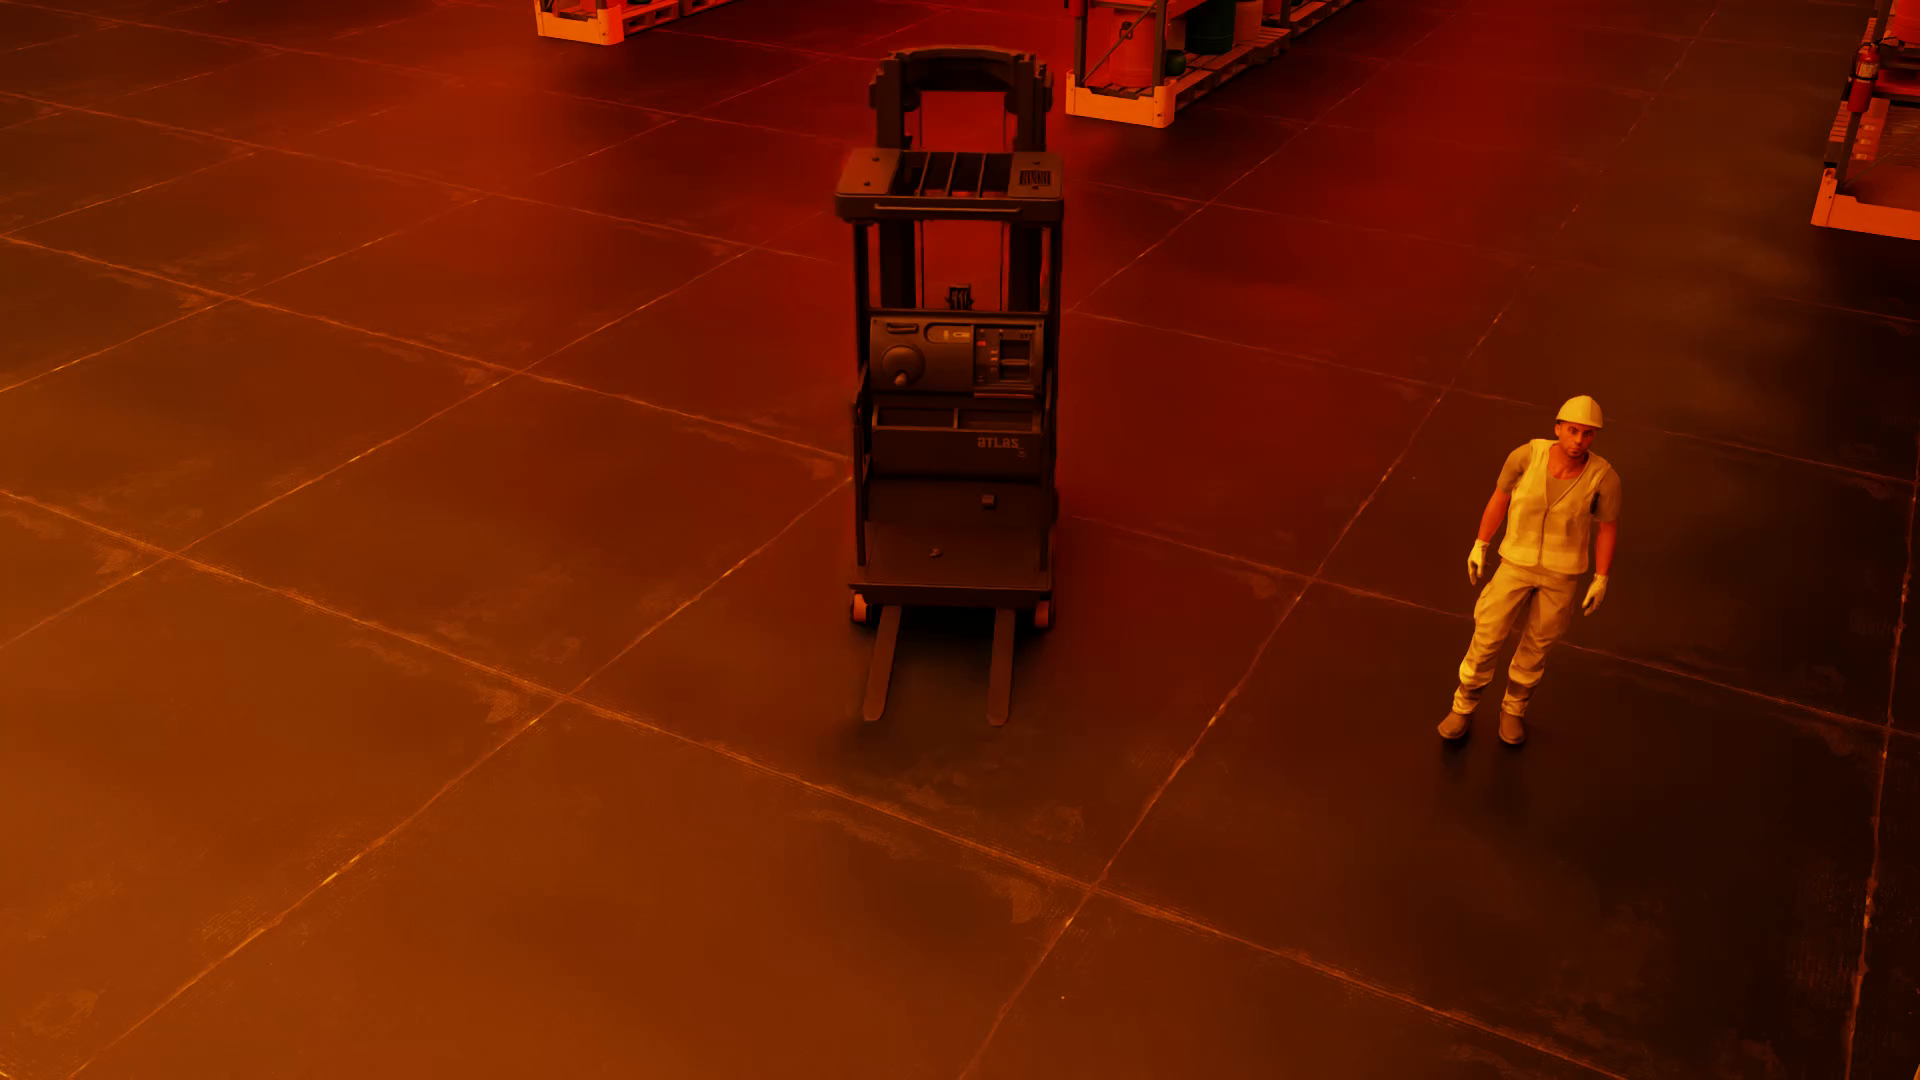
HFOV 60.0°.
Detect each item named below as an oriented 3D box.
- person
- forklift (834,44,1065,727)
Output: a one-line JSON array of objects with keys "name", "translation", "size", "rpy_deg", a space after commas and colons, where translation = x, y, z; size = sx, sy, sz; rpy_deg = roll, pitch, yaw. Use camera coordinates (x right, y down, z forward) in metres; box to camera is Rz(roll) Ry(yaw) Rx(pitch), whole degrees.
[{"name": "person", "translation": [2.734, 0.175, 7.897], "size": [0.642, 1.789, 0.565], "rpy_deg": [13, 32, 21]}, {"name": "forklift", "translation": [-0.028, -0.947, 8.712], "size": [1.130, 2.935, 3.031], "rpy_deg": [2, 30, 3]}]
